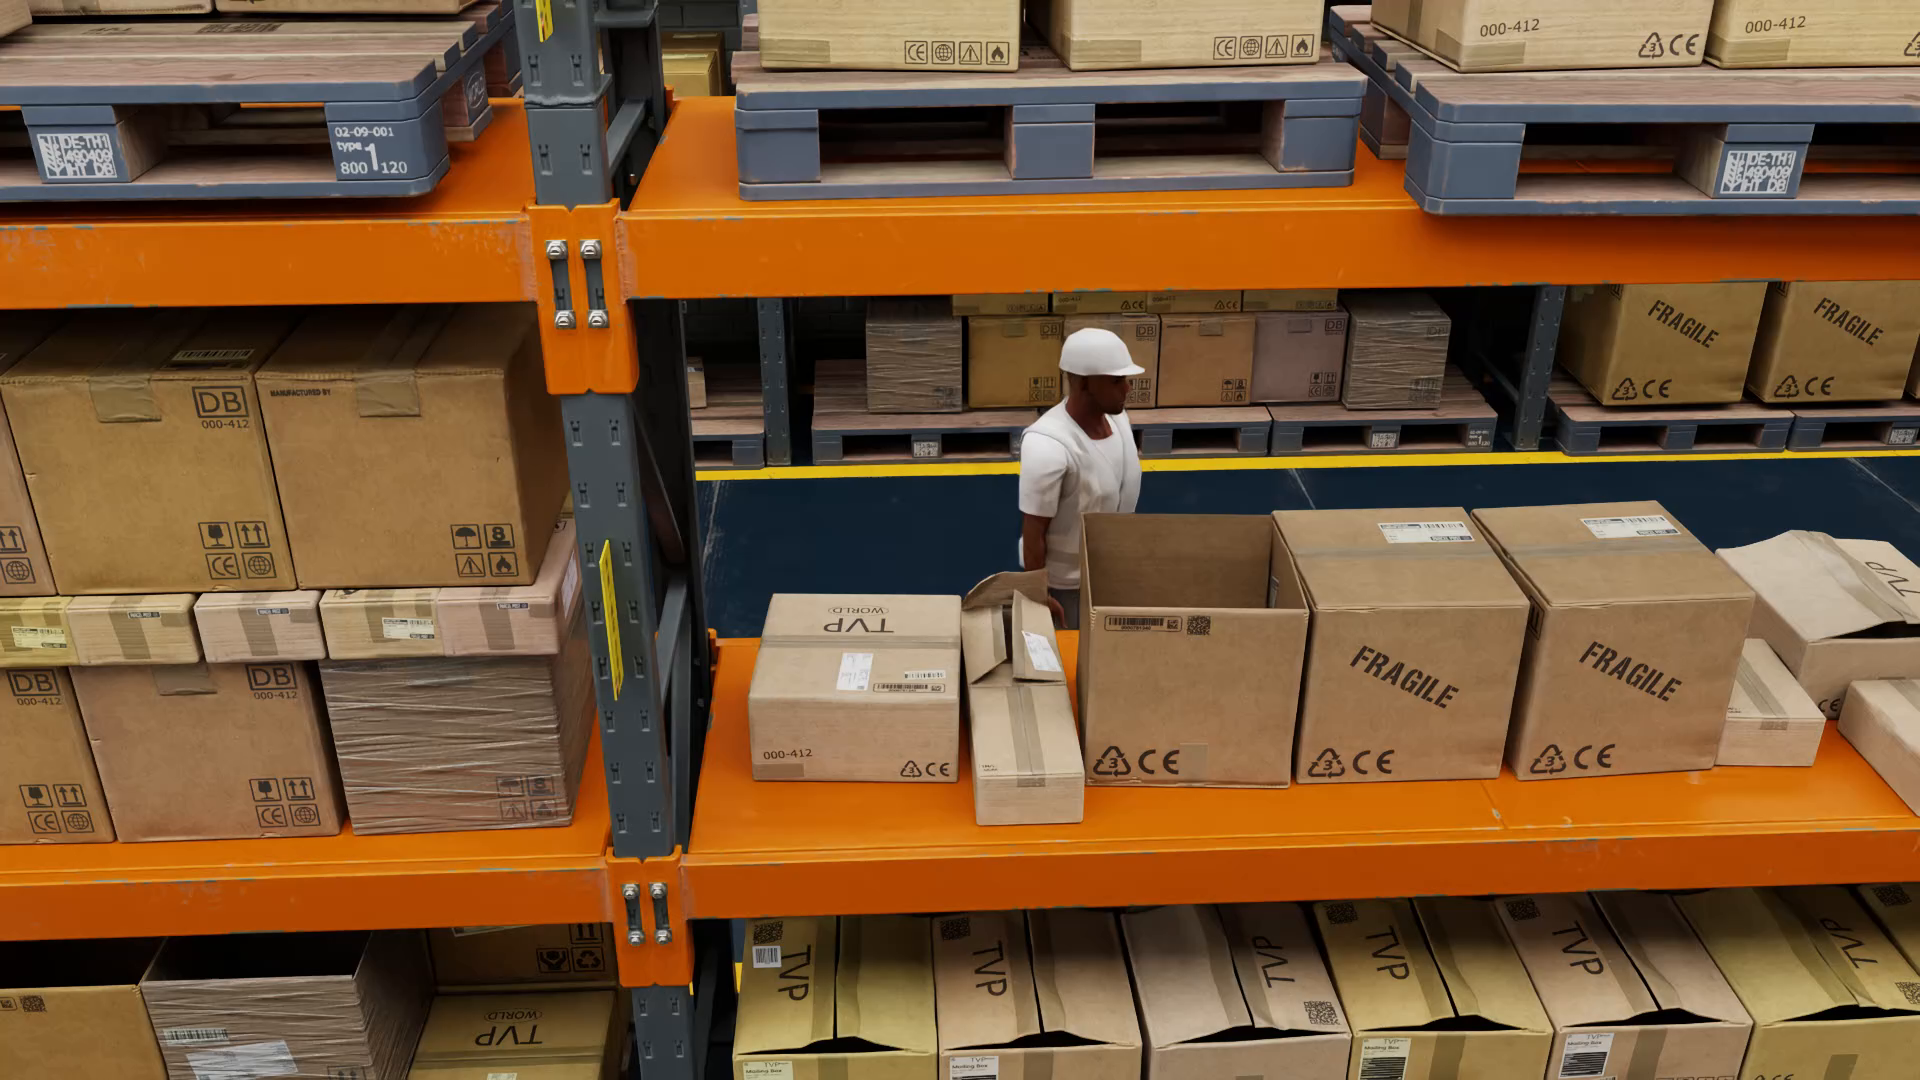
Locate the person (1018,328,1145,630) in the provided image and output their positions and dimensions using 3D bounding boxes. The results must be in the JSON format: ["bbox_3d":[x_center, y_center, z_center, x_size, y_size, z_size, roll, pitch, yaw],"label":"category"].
[{"bbox_3d":[0.476,0.114,5.856,0.601,1.757,0.626,-24,36,-38],"label":"person"}]
